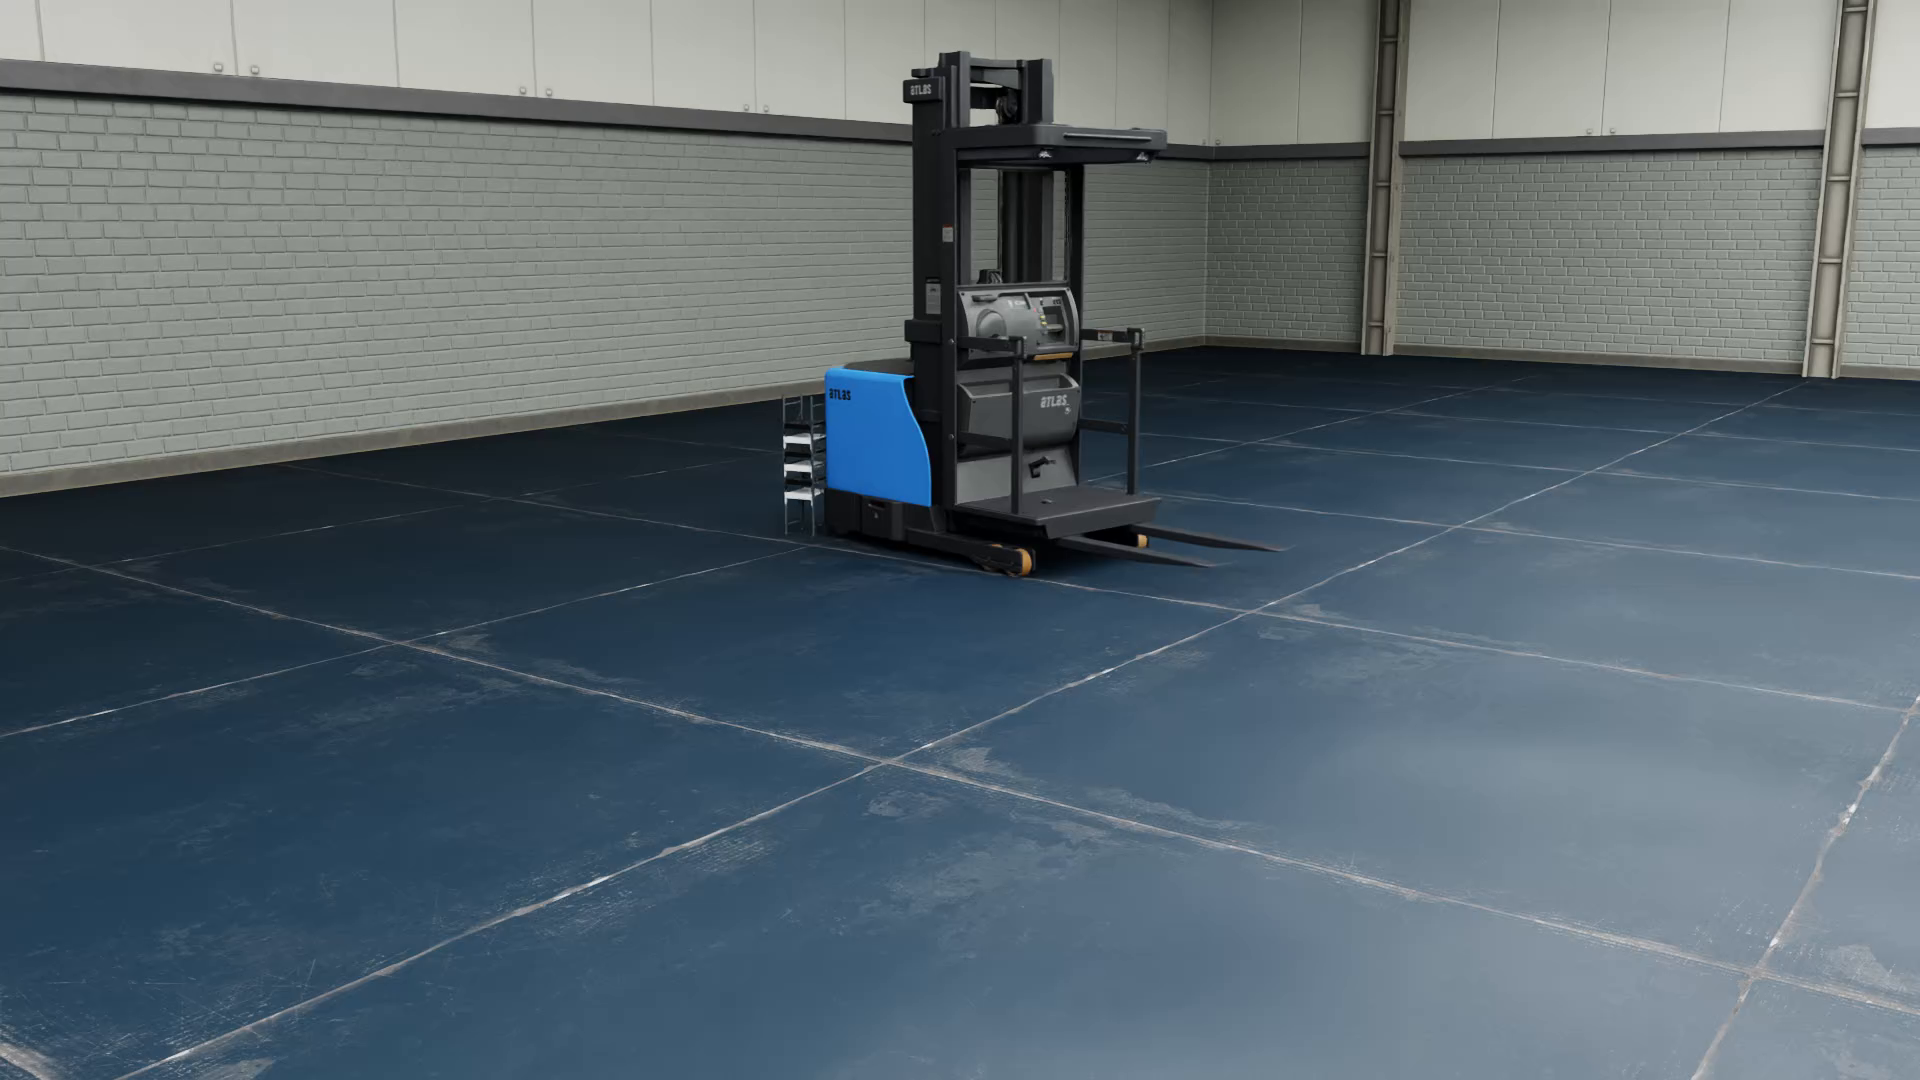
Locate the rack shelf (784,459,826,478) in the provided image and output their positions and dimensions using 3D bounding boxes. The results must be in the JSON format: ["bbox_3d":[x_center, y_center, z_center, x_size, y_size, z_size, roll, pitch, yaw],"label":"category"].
[{"bbox_3d":[-0.982,-0.459,10.709,0.200,0.077,0.258,5,12,24],"label":"rack shelf"}]

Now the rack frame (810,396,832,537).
[{"bbox_3d":[-0.890,-0.484,10.660,0.006,0.900,0.240,5,12,24],"label":"rack frame"}]

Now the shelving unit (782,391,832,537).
[{"bbox_3d":[-0.982,-0.492,10.702,0.210,0.900,0.258,5,12,24],"label":"shelving unit"}]

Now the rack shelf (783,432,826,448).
[{"bbox_3d":[-0.982,-0.636,10.674,0.200,0.077,0.258,5,12,24],"label":"rack shelf"}]

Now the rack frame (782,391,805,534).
[{"bbox_3d":[-1.075,-0.500,10.744,0.006,0.900,0.240,5,12,24],"label":"rack frame"}]

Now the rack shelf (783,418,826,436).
[{"bbox_3d":[-0.982,-0.724,10.657,0.200,0.077,0.258,5,12,24],"label":"rack shelf"}]

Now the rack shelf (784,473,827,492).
[{"bbox_3d":[-0.982,-0.371,10.726,0.200,0.077,0.258,5,12,24],"label":"rack shelf"}]

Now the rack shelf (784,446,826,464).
[{"bbox_3d":[-0.982,-0.547,10.691,0.200,0.077,0.258,5,12,24],"label":"rack shelf"}]

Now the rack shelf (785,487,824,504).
[{"bbox_3d":[-0.982,-0.282,10.743,0.200,0.077,0.258,5,12,24],"label":"rack shelf"}]

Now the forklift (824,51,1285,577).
[{"bbox_3d":[0.501,-1.335,9.716,1.130,2.935,3.031,-10,15,-42],"label":"forklift"}]

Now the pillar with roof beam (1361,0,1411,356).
[{"bbox_3d":[3.697,-6.538,20.631,0.400,9.000,9.100,8,13,36],"label":"pillar with roof beam"}]

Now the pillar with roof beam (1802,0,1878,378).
[{"bbox_3d":[8.533,-5.863,17.145,0.400,9.000,9.100,8,13,36],"label":"pillar with roof beam"}]
